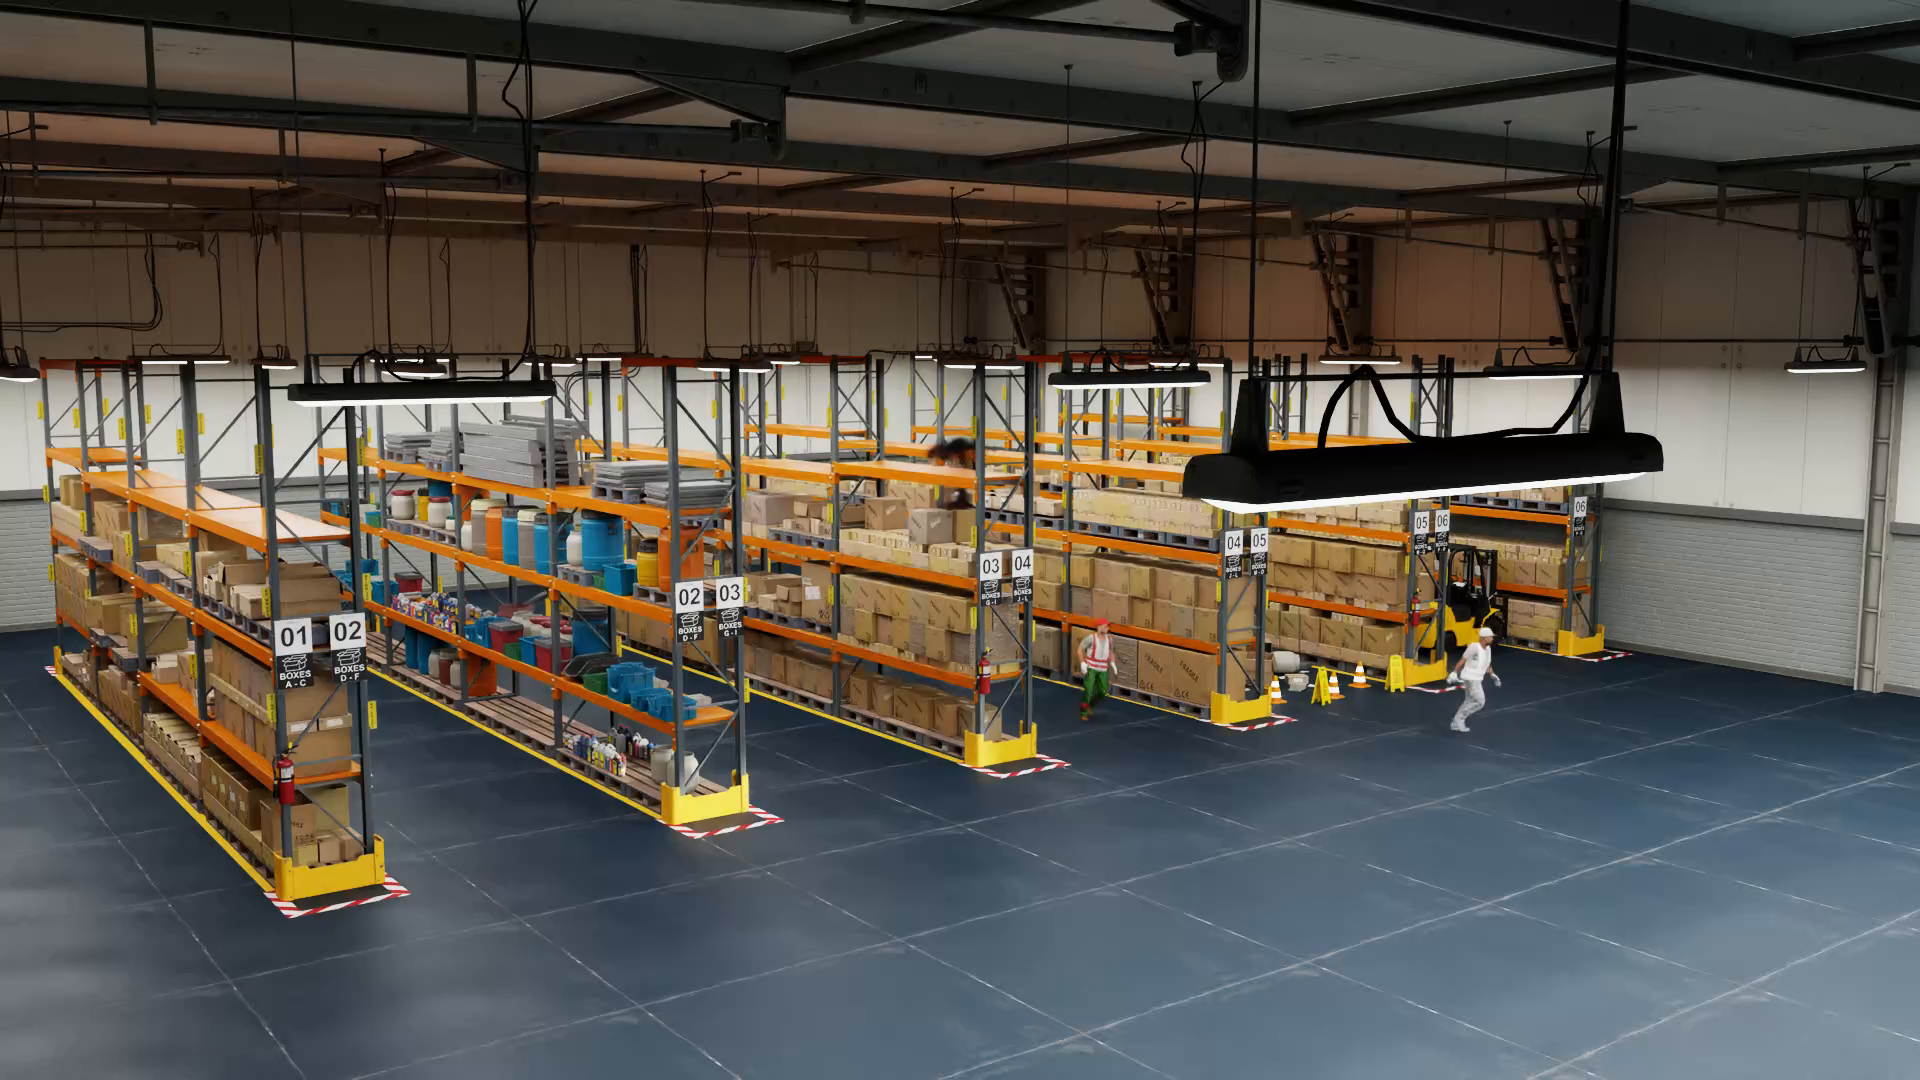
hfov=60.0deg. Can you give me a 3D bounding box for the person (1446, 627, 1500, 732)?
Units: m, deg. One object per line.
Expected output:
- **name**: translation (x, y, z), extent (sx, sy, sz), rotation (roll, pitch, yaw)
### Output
- **person**: translation (8.305, 2.251, 26.850), extent (0.734, 1.715, 0.653), rotation (5, 8, 34)

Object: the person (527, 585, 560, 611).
- **person**: translation (-9.574, 0.908, 38.461), extent (0.868, 1.605, 0.573), rotation (-4, 8, -27)

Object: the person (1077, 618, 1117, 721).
- **person**: translation (2.294, 2.169, 27.728), extent (0.708, 1.722, 0.515), rotation (-3, 7, -21)
